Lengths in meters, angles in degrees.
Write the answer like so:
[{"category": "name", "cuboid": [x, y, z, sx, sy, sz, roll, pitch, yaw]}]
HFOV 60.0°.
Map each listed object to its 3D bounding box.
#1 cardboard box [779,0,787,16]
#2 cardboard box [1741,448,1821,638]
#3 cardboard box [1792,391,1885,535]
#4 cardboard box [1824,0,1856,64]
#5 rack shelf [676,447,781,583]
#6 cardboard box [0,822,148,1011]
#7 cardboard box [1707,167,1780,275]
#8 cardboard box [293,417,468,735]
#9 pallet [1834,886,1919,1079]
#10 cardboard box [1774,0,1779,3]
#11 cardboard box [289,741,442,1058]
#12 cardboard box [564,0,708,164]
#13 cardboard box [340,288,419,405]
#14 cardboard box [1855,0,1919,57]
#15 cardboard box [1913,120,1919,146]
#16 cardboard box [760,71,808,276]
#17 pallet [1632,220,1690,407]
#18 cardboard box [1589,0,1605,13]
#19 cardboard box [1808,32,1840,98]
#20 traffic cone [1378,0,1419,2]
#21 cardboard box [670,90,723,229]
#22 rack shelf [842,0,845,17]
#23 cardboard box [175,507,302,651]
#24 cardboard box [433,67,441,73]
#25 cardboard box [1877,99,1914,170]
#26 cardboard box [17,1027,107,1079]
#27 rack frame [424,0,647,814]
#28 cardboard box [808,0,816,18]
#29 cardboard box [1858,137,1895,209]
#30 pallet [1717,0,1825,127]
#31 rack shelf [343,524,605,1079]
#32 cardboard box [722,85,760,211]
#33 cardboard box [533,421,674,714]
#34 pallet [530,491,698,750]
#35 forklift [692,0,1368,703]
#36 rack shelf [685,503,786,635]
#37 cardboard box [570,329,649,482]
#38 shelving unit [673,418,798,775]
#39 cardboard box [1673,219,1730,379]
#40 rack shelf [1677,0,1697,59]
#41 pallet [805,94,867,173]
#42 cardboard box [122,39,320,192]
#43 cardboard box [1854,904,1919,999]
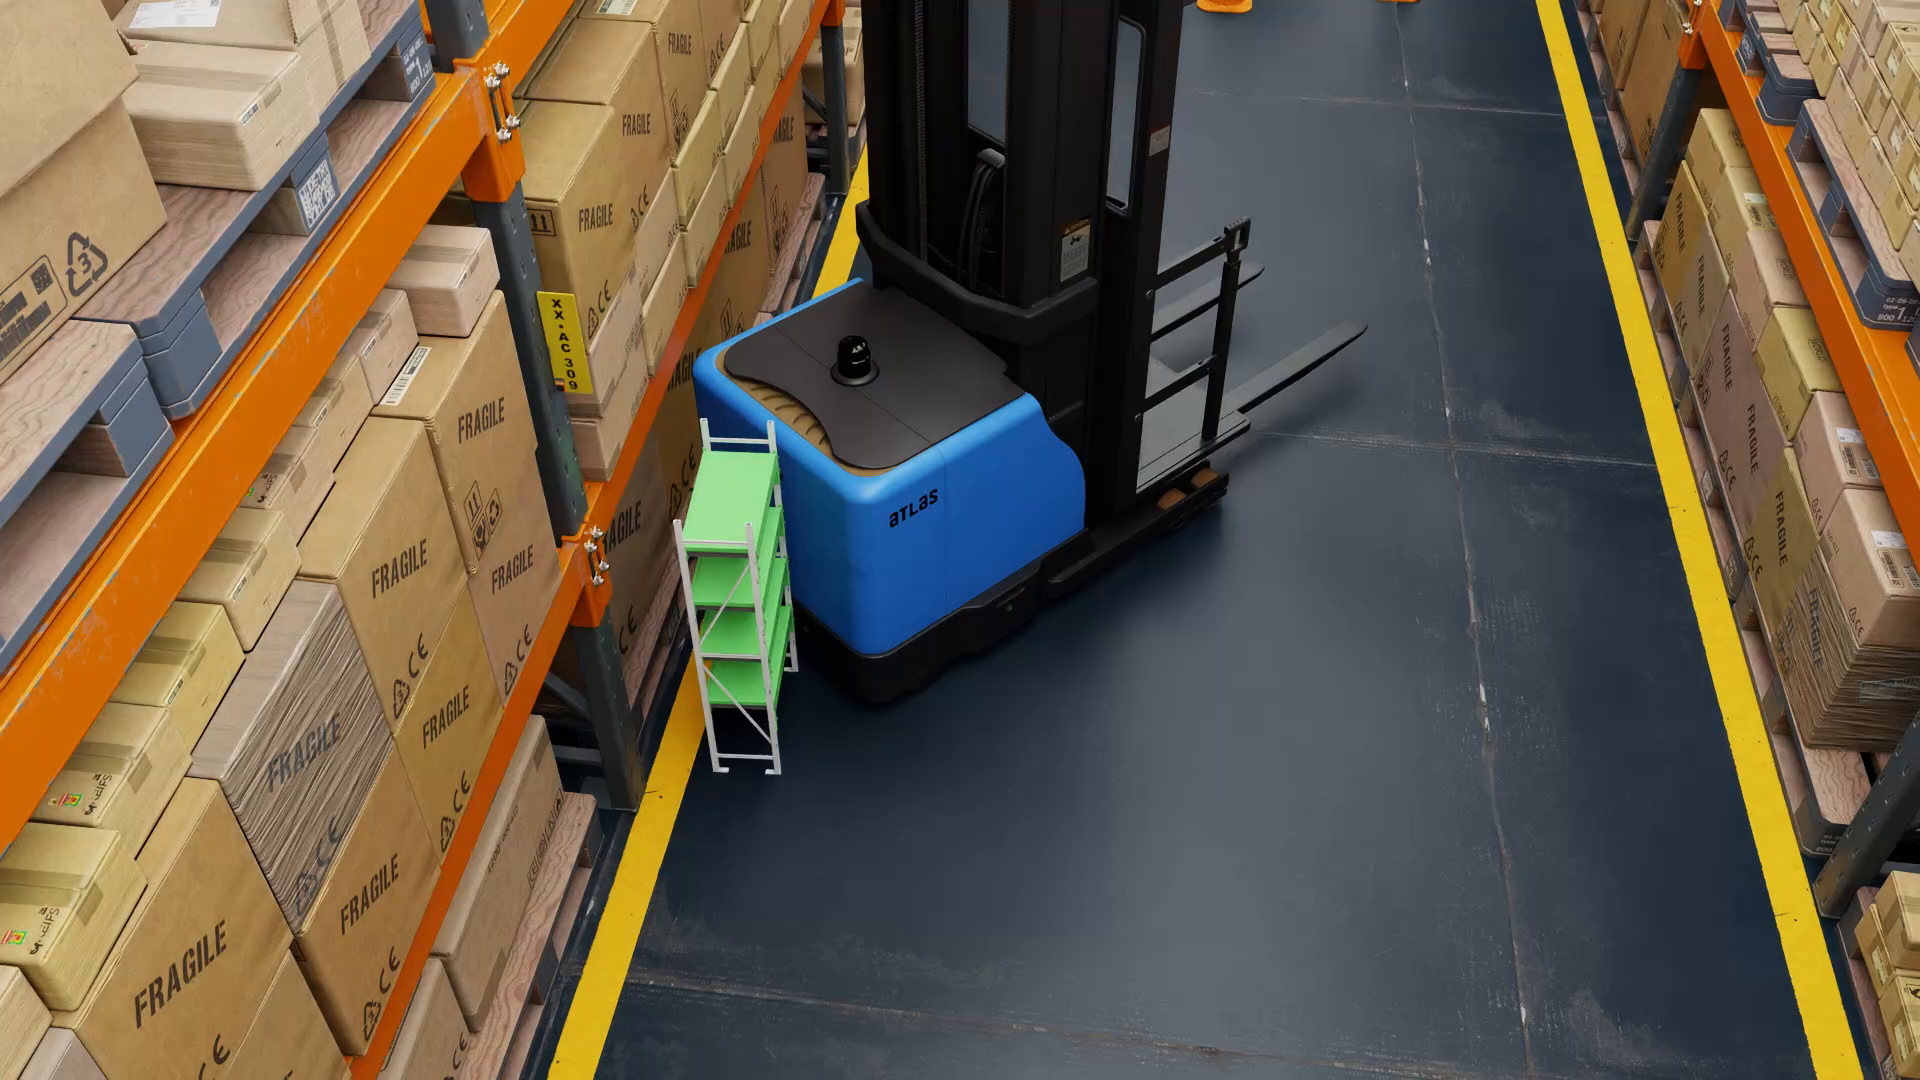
[{"category": "cardboard box", "cuboid": [-0.950, -2.379, 6.826, 0.500, 0.250, 0.500, 4, 44, 4]}, {"category": "cardboard box", "cuboid": [3.234, 0.030, 6.049, 0.500, 0.500, 0.500, 4, 44, 5]}, {"category": "cardboard box", "cuboid": [3.246, -0.245, 5.794, 0.500, 0.250, 0.500, 7, 44, 7]}, {"category": "cardboard box", "cuboid": [3.484, -1.893, 6.228, 0.380, 0.149, 0.250, 5, 44, 6]}, {"category": "rack shelf", "cuboid": [-0.739, -0.086, 5.363, 0.258, 0.148, 0.480, 2, 43, 2]}, {"category": "cardboard box", "cuboid": [-1.563, 0.592, 2.671, 0.380, 0.149, 0.250, 4, 44, 4]}, {"category": "cardboard box", "cuboid": [3.448, -1.297, 6.906, 0.500, 0.250, 0.500, 5, 44, 5]}, {"category": "cardboard box", "cuboid": [-1.466, 0.063, 3.701, 0.500, 0.500, 0.500, 5, 44, 5]}, {"category": "pallet", "cuboid": [3.264, 1.626, 4.880, 1.003, 0.211, 1.213, 5, 44, 6]}, {"category": "cardboard box", "cuboid": [3.587, -2.349, 6.926, 0.380, 0.149, 0.250, 5, 44, 5]}, {"category": "cardboard box", "cuboid": [-1.525, 0.769, 3.683, 0.500, 0.500, 0.500, 5, 44, 5]}, {"category": "cardboard box", "cuboid": [-1.151, -1.593, 5.451, 0.500, 0.500, 0.500, 4, 44, 4]}, {"category": "cardboard box", "cuboid": [-1.470, -0.455, 3.777, 0.380, 0.149, 0.250, 6, 44, 7]}, {"category": "cardboard box", "cuboid": [3.454, -1.839, 5.955, 0.380, 0.149, 0.250, 7, 44, 7]}, {"category": "cardboard box", "cuboid": [3.350, -1.305, 5.391, 0.380, 0.149, 0.250, 3, 44, 4]}, {"category": "cardboard box", "cuboid": [-1.247, -1.873, 7.786, 0.875, 0.875, 0.875, 5, 44, 5]}, {"category": "pallet", "cuboid": [3.741, -1.029, 7.683, 1.003, 0.211, 1.213, 5, 44, 6]}, {"category": "cardboard box", "cuboid": [4.251, -3.547, 9.645, 1.050, 0.750, 0.750, 5, 44, 6]}, {"category": "cardboard box", "cuboid": [3.482, -1.798, 6.344, 0.380, 0.149, 0.250, 7, 44, 7]}, {"category": "traffic cone", "cuboid": [2.701, -3.602, 10.218, 0.336, 0.463, 0.334, 5, 44, 6]}, {"category": "cardboard box", "cuboid": [-1.131, -1.330, 5.718, 0.500, 0.250, 0.500, 6, 44, 6]}, {"category": "rack shelf", "cuboid": [-0.809, -4.057, 9.376, 1.077, 0.370, 4.000, 5, 44, 6]}, {"category": "cardboard box", "cuboid": [-1.526, 0.062, 3.231, 0.380, 0.149, 0.250, 5, 44, 5]}, {"category": "cardboard box", "cuboid": [-1.731, -1.309, 5.151, 0.500, 0.500, 0.500, 6, 44, 6]}, {"category": "cardboard box", "cuboid": [3.383, -1.370, 5.676, 0.380, 0.149, 0.250, 7, 44, 7]}, {"category": "cardboard box", "cuboid": [-1.664, 1.092, 2.615, 0.500, 0.500, 0.500, 5, 44, 5]}, {"category": "rack frame", "cuboid": [-1.603, -0.229, 4.810, 1.000, 3.000, 0.127, 5, 44, 6]}, {"category": "cardboard box", "cuboid": [-0.883, -2.532, 7.352, 0.500, 0.250, 0.500, 4, 44, 4]}, {"category": "cardboard box", "cuboid": [3.378, -1.268, 5.784, 0.380, 0.149, 0.250, 4, 44, 4]}, {"category": "pallet", "cuboid": [3.858, -2.009, 6.829, 1.213, 0.211, 1.003, 5, 44, 6]}, {"category": "rack shelf", "cuboid": [-1.867, 1.395, 3.618, 1.077, 0.370, 4.000, 5, 44, 6]}, {"category": "cardboard box", "cuboid": [-1.057, -1.491, 6.252, 0.500, 0.250, 0.500, 5, 44, 5]}, {"category": "cardboard box", "cuboid": [-1.600, -0.040, 5.850, 0.875, 0.875, 0.875, 6, 44, 7]}, {"category": "pallet", "cuboid": [-1.575, 0.251, 6.331, 1.003, 0.211, 1.213, 5, 44, 6]}, {"category": "forklift", "cuboid": [0.473, -1.351, 6.045, 3.031, 2.935, 1.130, -31, 52, -29]}, {"category": "rack shelf", "cuboid": [-0.739, 0.088, 5.528, 0.258, 0.148, 0.480, 2, 43, 2]}, {"category": "cardboard box", "cuboid": [-1.283, -0.450, 5.153, 0.500, 0.250, 0.500, 4, 44, 5]}, {"category": "shelving unit", "cuboid": [-0.739, 0.216, 5.649, 0.258, 1.200, 0.503, 2, 43, 2]}, {"category": "cardboard box", "cuboid": [3.437, -1.017, 7.155, 0.500, 0.500, 0.500, 6, 44, 6]}, {"category": "rack shelf", "cuboid": [4.111, -3.676, 8.974, 1.077, 0.370, 4.000, 5, 44, 6]}, {"category": "pallet", "cuboid": [-0.969, -2.475, 9.210, 1.003, 0.211, 1.213, 5, 44, 6]}, {"category": "cardboard box", "cuboid": [-1.405, -0.771, 3.006, 0.380, 0.149, 0.250, 6, 44, 7]}, {"category": "cardboard box", "cuboid": [2.951, 1.254, 5.012, 0.380, 0.149, 0.250, 3, 44, 4]}]
